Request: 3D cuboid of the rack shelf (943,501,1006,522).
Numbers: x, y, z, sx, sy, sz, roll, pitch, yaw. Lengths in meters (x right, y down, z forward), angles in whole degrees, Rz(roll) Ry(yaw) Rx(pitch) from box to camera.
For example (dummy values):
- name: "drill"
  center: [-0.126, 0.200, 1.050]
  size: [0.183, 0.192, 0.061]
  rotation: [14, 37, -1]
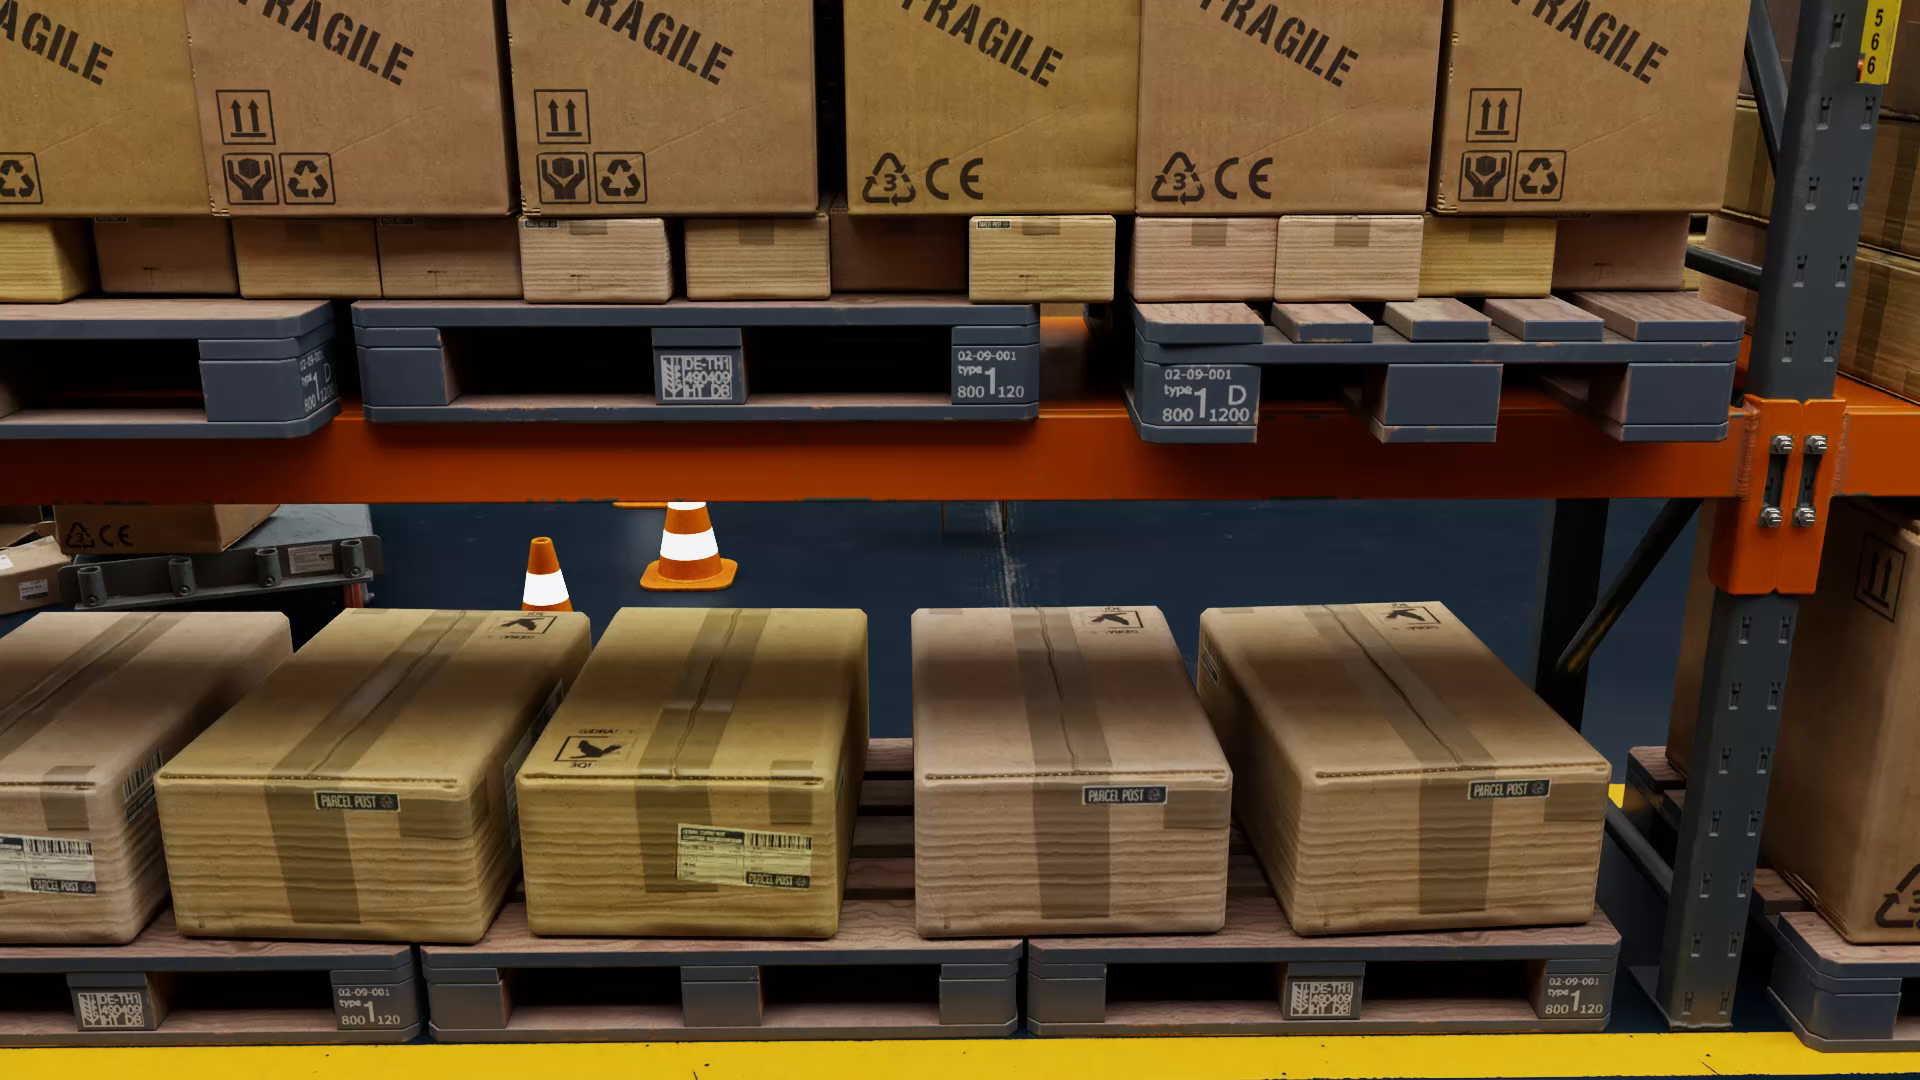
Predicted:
- name: "rack shelf"
  center: [0.053, -0.225, 6.476]
  size: [0.240, 0.259, 0.215]
  rotation: [0, 18, -1]

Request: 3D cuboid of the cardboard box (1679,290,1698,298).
- name: "cardboard box"
  center: [3.569, -1.030, 8.251]
  size: [0.500, 0.500, 0.500]
  rotation: [-1, 18, -2]

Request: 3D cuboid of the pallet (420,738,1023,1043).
- name: "pallet"
  center: [-0.488, 0.763, 3.824]
  size: [1.213, 0.211, 1.003]
  rotation: [0, 18, -1]

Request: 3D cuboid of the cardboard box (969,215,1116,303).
- name: "cardboard box"
  center: [0.141, -0.538, 3.036]
  size: [0.250, 0.149, 0.380]
  rotation: [0, 18, 0]

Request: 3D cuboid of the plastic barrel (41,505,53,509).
- name: "plastic barrel"
  center: [-3.778, -0.365, 6.991]
  size: [0.421, 0.421, 0.512]
  rotation: [14, 22, 37]

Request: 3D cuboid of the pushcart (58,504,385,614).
- name: "pushcart"
  center: [-2.575, -0.002, 5.935]
  size: [0.936, 0.377, 1.648]
  rotation: [-7, 19, -20]

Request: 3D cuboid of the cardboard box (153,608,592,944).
- name: "cardboard box"
  center: [-1.246, 0.489, 3.726]
  size: [0.625, 0.372, 0.950]
  rotation: [1, 18, 3]

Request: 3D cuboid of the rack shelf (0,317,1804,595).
- name: "rack shelf"
  center: [-0.489, -0.221, 3.504]
  size: [4.000, 0.370, 1.077]
  rotation: [0, 18, -1]

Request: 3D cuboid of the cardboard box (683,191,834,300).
- name: "cardboard box"
  center: [-0.362, -0.549, 3.071]
  size: [0.250, 0.149, 0.380]
  rotation: [-1, 18, -3]

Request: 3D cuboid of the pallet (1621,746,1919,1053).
- name: "pallet"
  center: [2.300, 0.774, 3.790]
  size: [1.213, 0.211, 1.003]
  rotation: [0, 18, -1]

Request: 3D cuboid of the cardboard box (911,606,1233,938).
- name: "cardboard box"
  center: [0.208, 0.484, 3.744]
  size: [0.625, 0.372, 0.950]
  rotation: [-1, 18, -2]

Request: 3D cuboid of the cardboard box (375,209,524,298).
- name: "cardboard box"
  center: [-0.894, -0.553, 3.084]
  size: [0.250, 0.149, 0.380]
  rotation: [0, 18, 0]

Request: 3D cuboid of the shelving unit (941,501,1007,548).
- name: "shelving unit"
  center: [0.053, -0.500, 6.388]
  size: [0.252, 1.050, 0.215]
  rotation: [0, 18, -1]

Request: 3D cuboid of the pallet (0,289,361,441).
- name: "pallet"
  center: [-1.723, -0.422, 3.266]
  size: [1.213, 0.211, 1.003]
  rotation: [0, 18, -1]

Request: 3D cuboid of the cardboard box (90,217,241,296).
- name: "cardboard box"
  center: [-1.399, -0.564, 3.118]
  size: [0.250, 0.149, 0.380]
  rotation: [1, 18, 3]

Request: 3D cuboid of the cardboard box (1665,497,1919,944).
- name: "cardboard box"
  center: [2.202, 0.260, 3.616]
  size: [0.875, 0.875, 0.875]
  rotation: [0, 18, -1]

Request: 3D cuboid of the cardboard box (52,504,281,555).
- name: "cardboard box"
  center: [-2.547, -0.268, 5.325]
  size: [0.500, 0.500, 0.500]
  rotation: [0, 18, -1]

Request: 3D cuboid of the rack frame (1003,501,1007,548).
- name: "rack frame"
  center: [0.175, -0.501, 6.390]
  size: [0.008, 1.050, 0.200]
  rotation: [0, 18, -1]

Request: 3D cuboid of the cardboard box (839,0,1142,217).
- name: "cardboard box"
  center: [0.039, -0.867, 3.001]
  size: [0.500, 0.500, 0.500]
  rotation: [-1, 18, -5]

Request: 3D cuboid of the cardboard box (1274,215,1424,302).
- name: "cardboard box"
  center: [0.668, -0.542, 3.050]
  size: [0.250, 0.149, 0.380]
  rotation: [0, 18, -1]

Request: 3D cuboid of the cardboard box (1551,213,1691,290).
- name: "cardboard box"
  center: [1.186, -0.580, 3.170]
  size: [0.250, 0.149, 0.380]
  rotation: [0, 18, 1]

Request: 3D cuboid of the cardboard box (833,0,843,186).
- name: "cardboard box"
  center: [0.005, -1.022, 3.484]
  size: [0.500, 0.500, 0.500]
  rotation: [0, 18, 0]

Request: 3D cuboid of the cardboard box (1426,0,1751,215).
- name: "cardboard box"
  center: [1.060, -0.875, 3.028]
  size: [0.500, 0.500, 0.500]
  rotation: [-1, 18, -2]

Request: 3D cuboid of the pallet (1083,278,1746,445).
- name: "pallet"
  center: [0.800, -0.446, 3.341]
  size: [1.003, 0.211, 1.213]
  rotation: [0, 18, -1]

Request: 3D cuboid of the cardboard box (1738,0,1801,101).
- name: "cardboard box"
  center: [2.023, -1.179, 3.513]
  size: [0.500, 0.500, 0.500]
  rotation: [-1, 18, -2]

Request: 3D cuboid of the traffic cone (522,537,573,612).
- name: "traffic cone"
  center: [-1.271, 0.220, 5.103]
  size: [0.334, 0.463, 0.336]
  rotation: [0, 18, -1]

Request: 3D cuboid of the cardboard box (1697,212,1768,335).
- name: "cardboard box"
  center: [2.012, -0.584, 3.702]
  size: [0.500, 0.250, 0.500]
  rotation: [-1, 18, -3]

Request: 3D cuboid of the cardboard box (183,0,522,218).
- name: "cardboard box"
  center: [-1.020, -0.859, 2.976]
  size: [0.500, 0.500, 0.500]
  rotation: [0, 18, -1]

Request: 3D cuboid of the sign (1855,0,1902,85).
- name: "sign"
  center: [1.528, -0.921, 2.743]
  size: [0.005, 0.325, 0.100]
  rotation: [0, 18, -1]

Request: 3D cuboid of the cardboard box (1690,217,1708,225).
- name: "cardboard box"
  center: [3.545, -1.543, 8.625]
  size: [0.500, 0.250, 0.500]
  rotation: [0, 18, 1]

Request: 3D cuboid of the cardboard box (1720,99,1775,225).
- name: "cardboard box"
  center: [1.991, -0.820, 3.620]
  size: [0.500, 0.250, 0.500]
  rotation: [0, 18, -1]
